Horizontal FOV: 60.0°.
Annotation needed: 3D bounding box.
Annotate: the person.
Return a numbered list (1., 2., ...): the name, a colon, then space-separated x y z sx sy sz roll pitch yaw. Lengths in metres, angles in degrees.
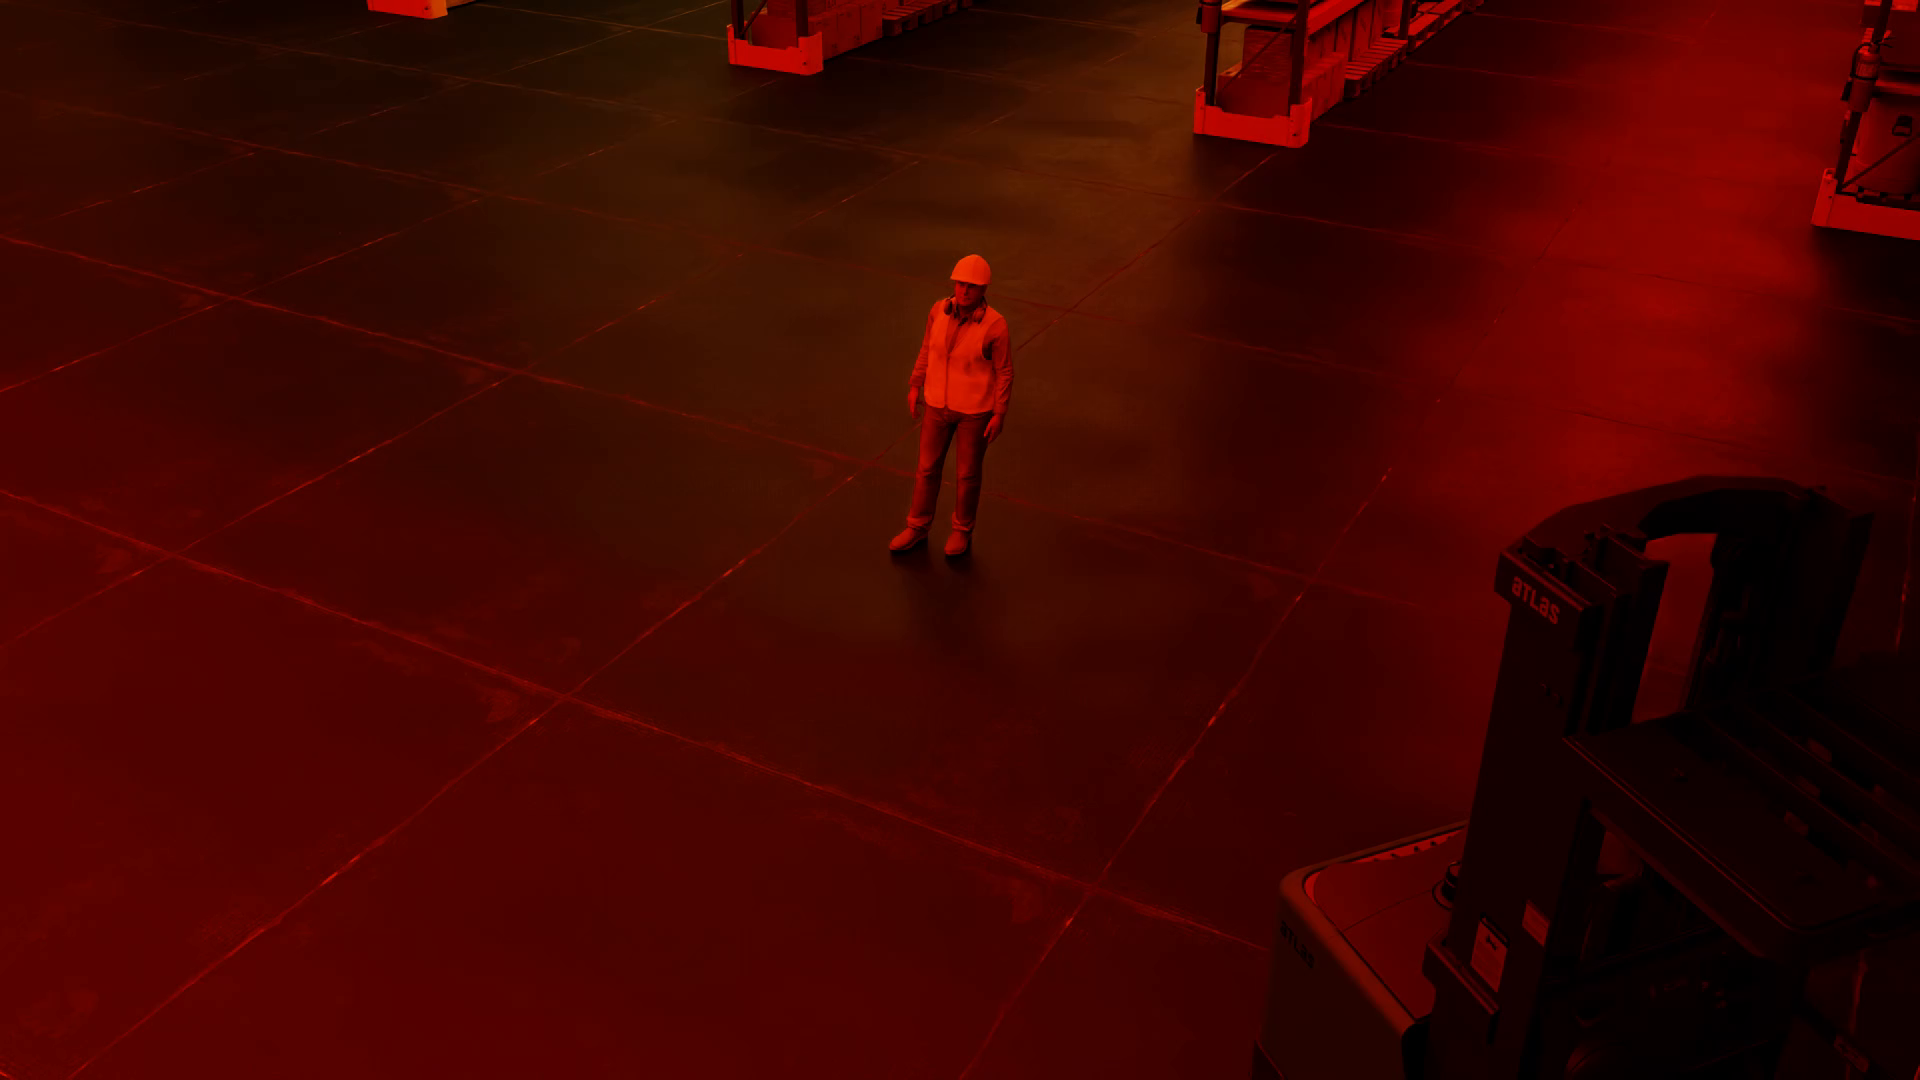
1. person: -0.037 -0.749 9.511 0.634 1.775 0.566 15 33 25

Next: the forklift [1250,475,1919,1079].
1. forklift: 2.125 1.422 4.606 1.130 2.935 3.031 -12 32 -19
